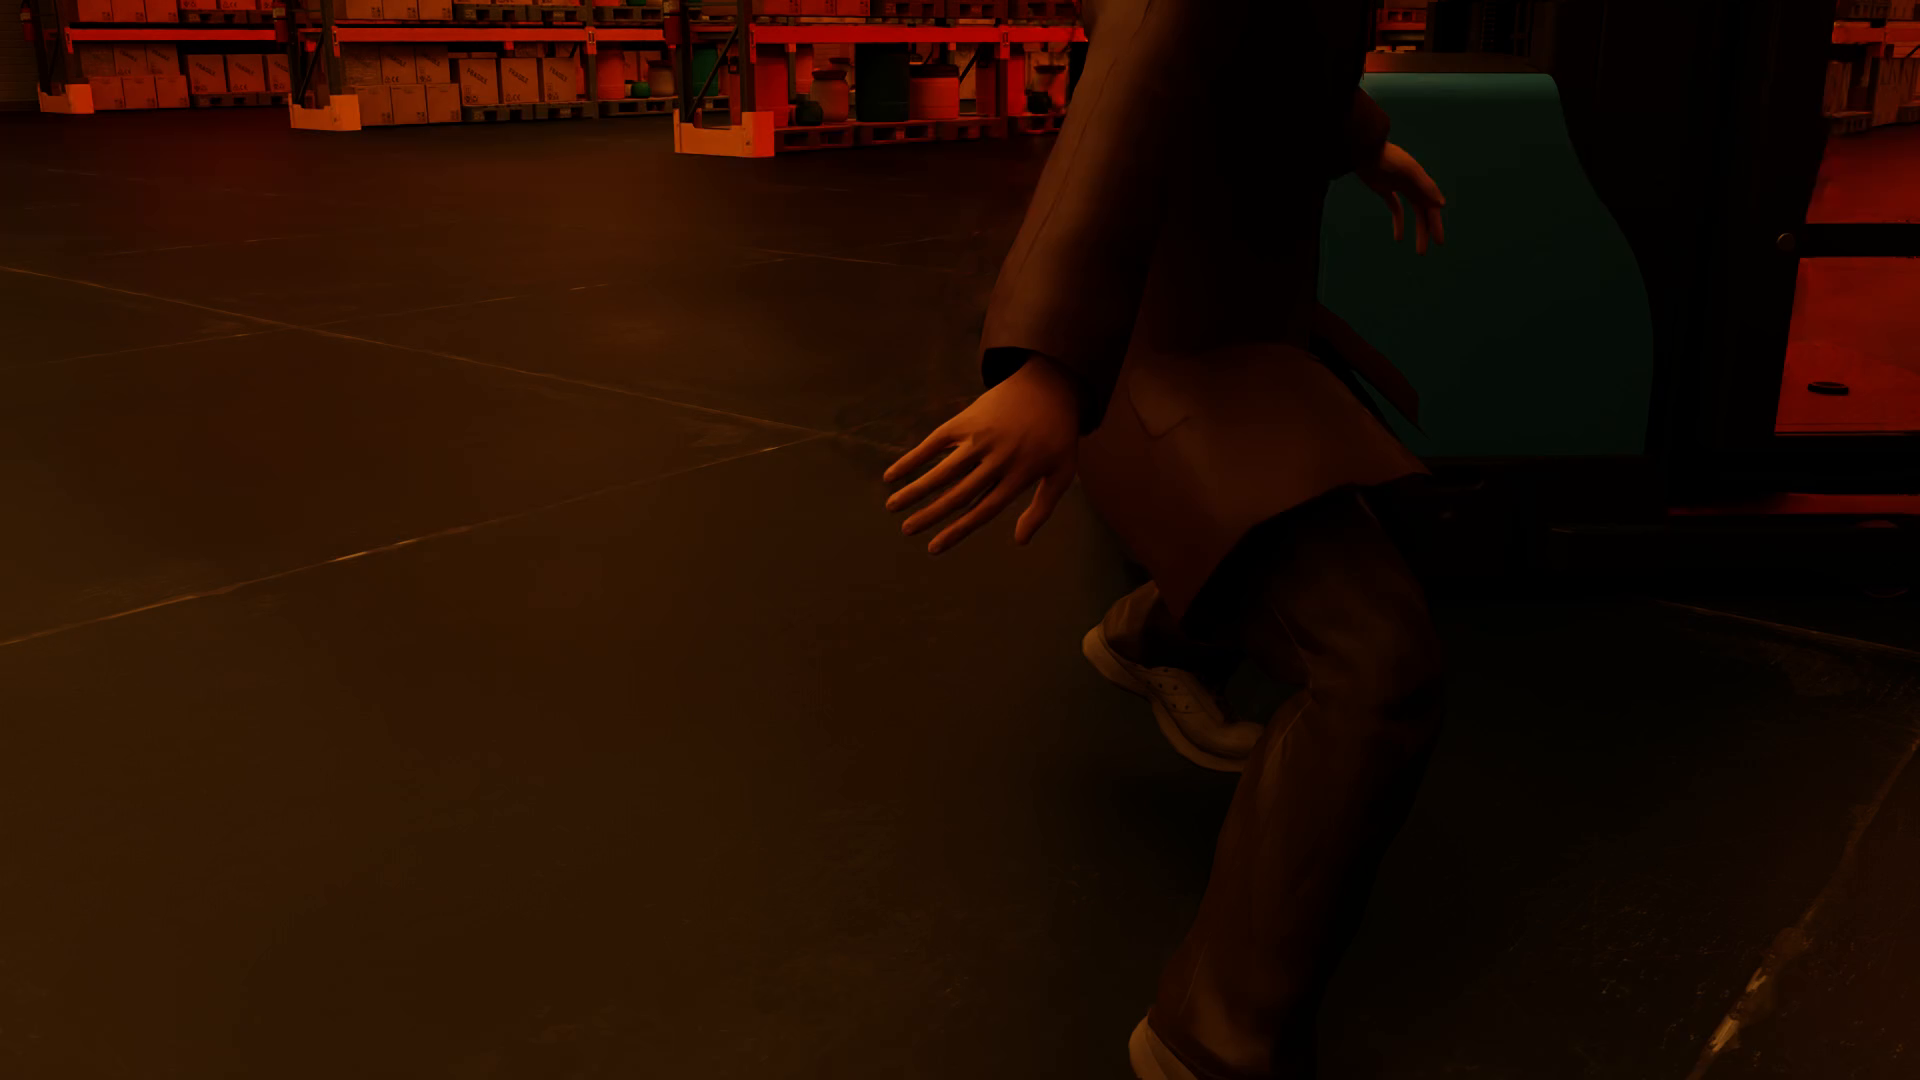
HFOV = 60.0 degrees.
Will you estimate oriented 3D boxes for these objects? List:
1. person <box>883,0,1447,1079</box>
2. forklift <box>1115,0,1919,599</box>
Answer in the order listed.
[{"bbox_3d":[0.293,-0.180,1.900,0.567,1.682,1.222,5,18,17],"label":"person"},{"bbox_3d":[1.857,-1.432,3.614,3.031,2.935,1.130,0,17,-2],"label":"forklift"}]
